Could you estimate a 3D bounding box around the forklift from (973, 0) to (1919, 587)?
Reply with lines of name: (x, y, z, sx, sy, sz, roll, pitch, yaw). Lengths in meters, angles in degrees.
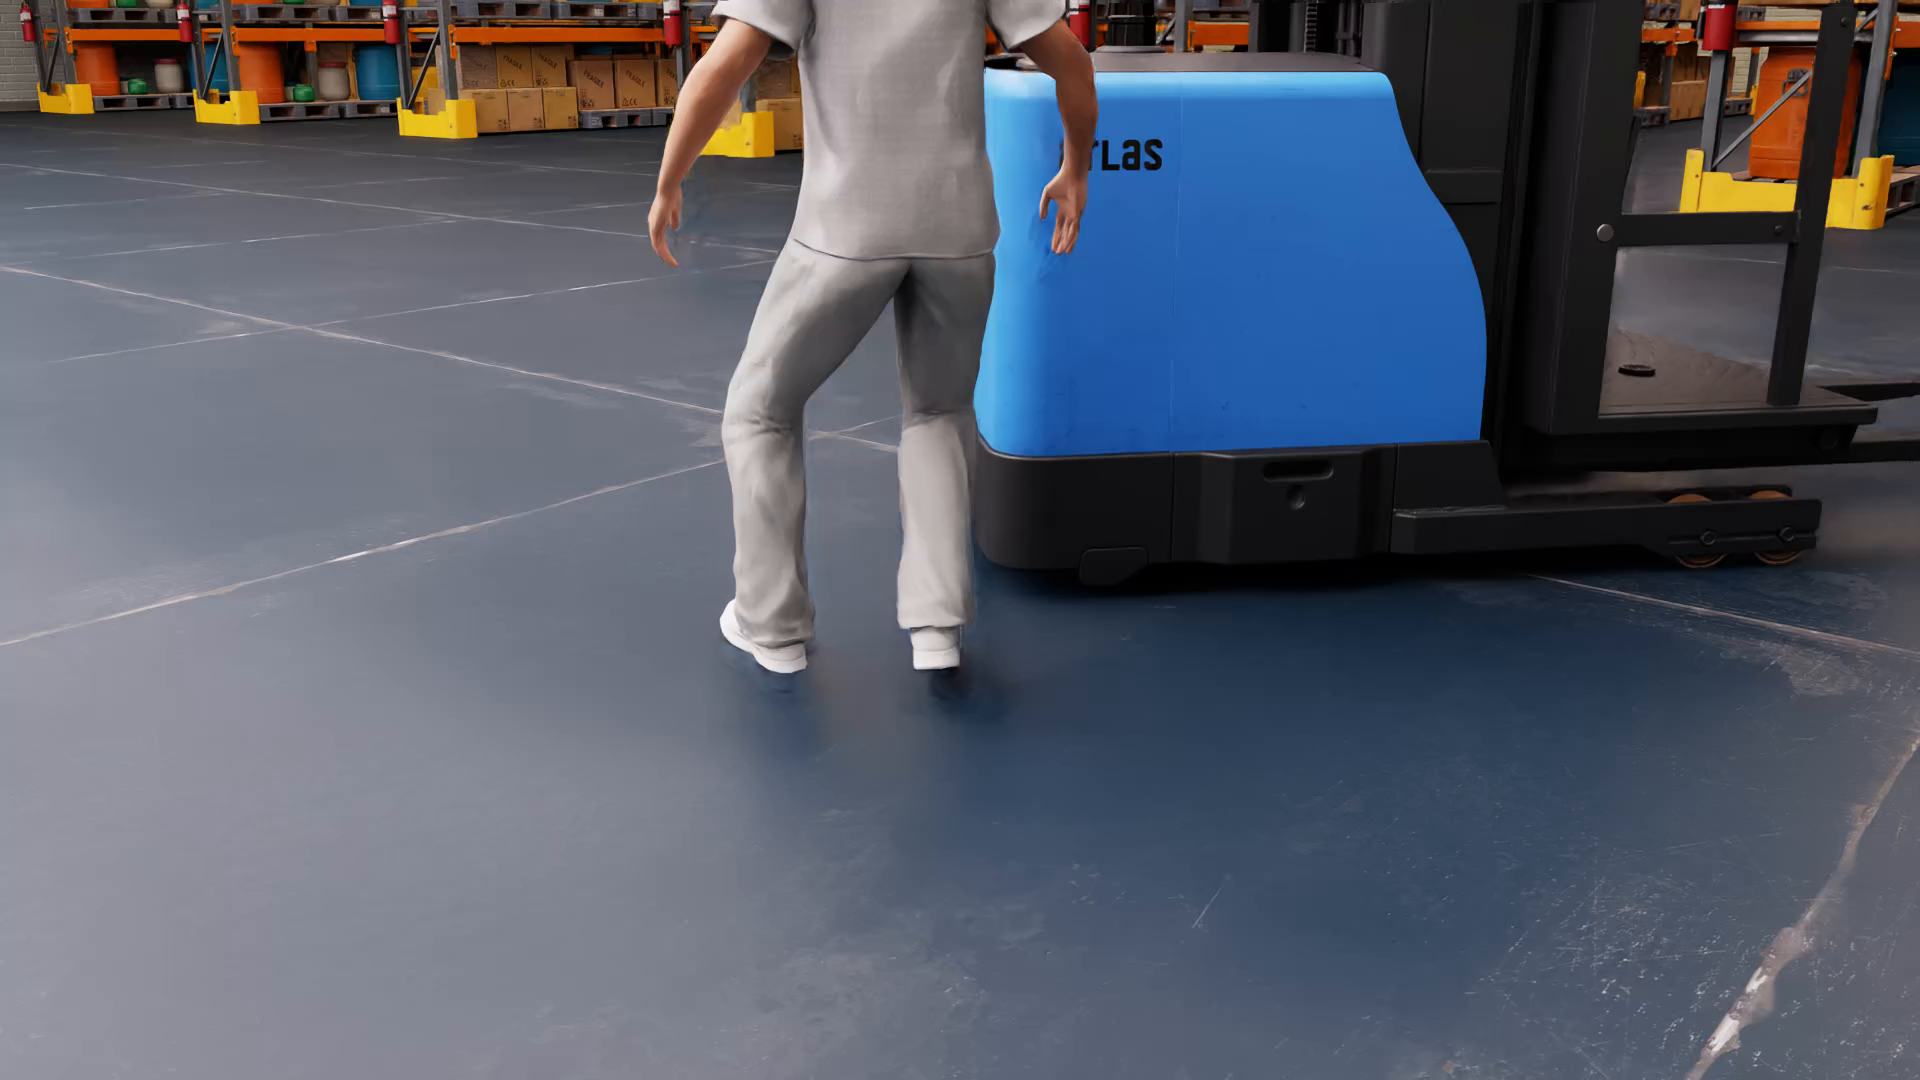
forklift: (1.483, -1.487, 3.793, 3.031, 2.935, 1.130, -3, 17, -9)

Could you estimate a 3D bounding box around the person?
person: (-0.158, -0.535, 2.964, 0.787, 1.623, 0.531, -4, 17, -14)
